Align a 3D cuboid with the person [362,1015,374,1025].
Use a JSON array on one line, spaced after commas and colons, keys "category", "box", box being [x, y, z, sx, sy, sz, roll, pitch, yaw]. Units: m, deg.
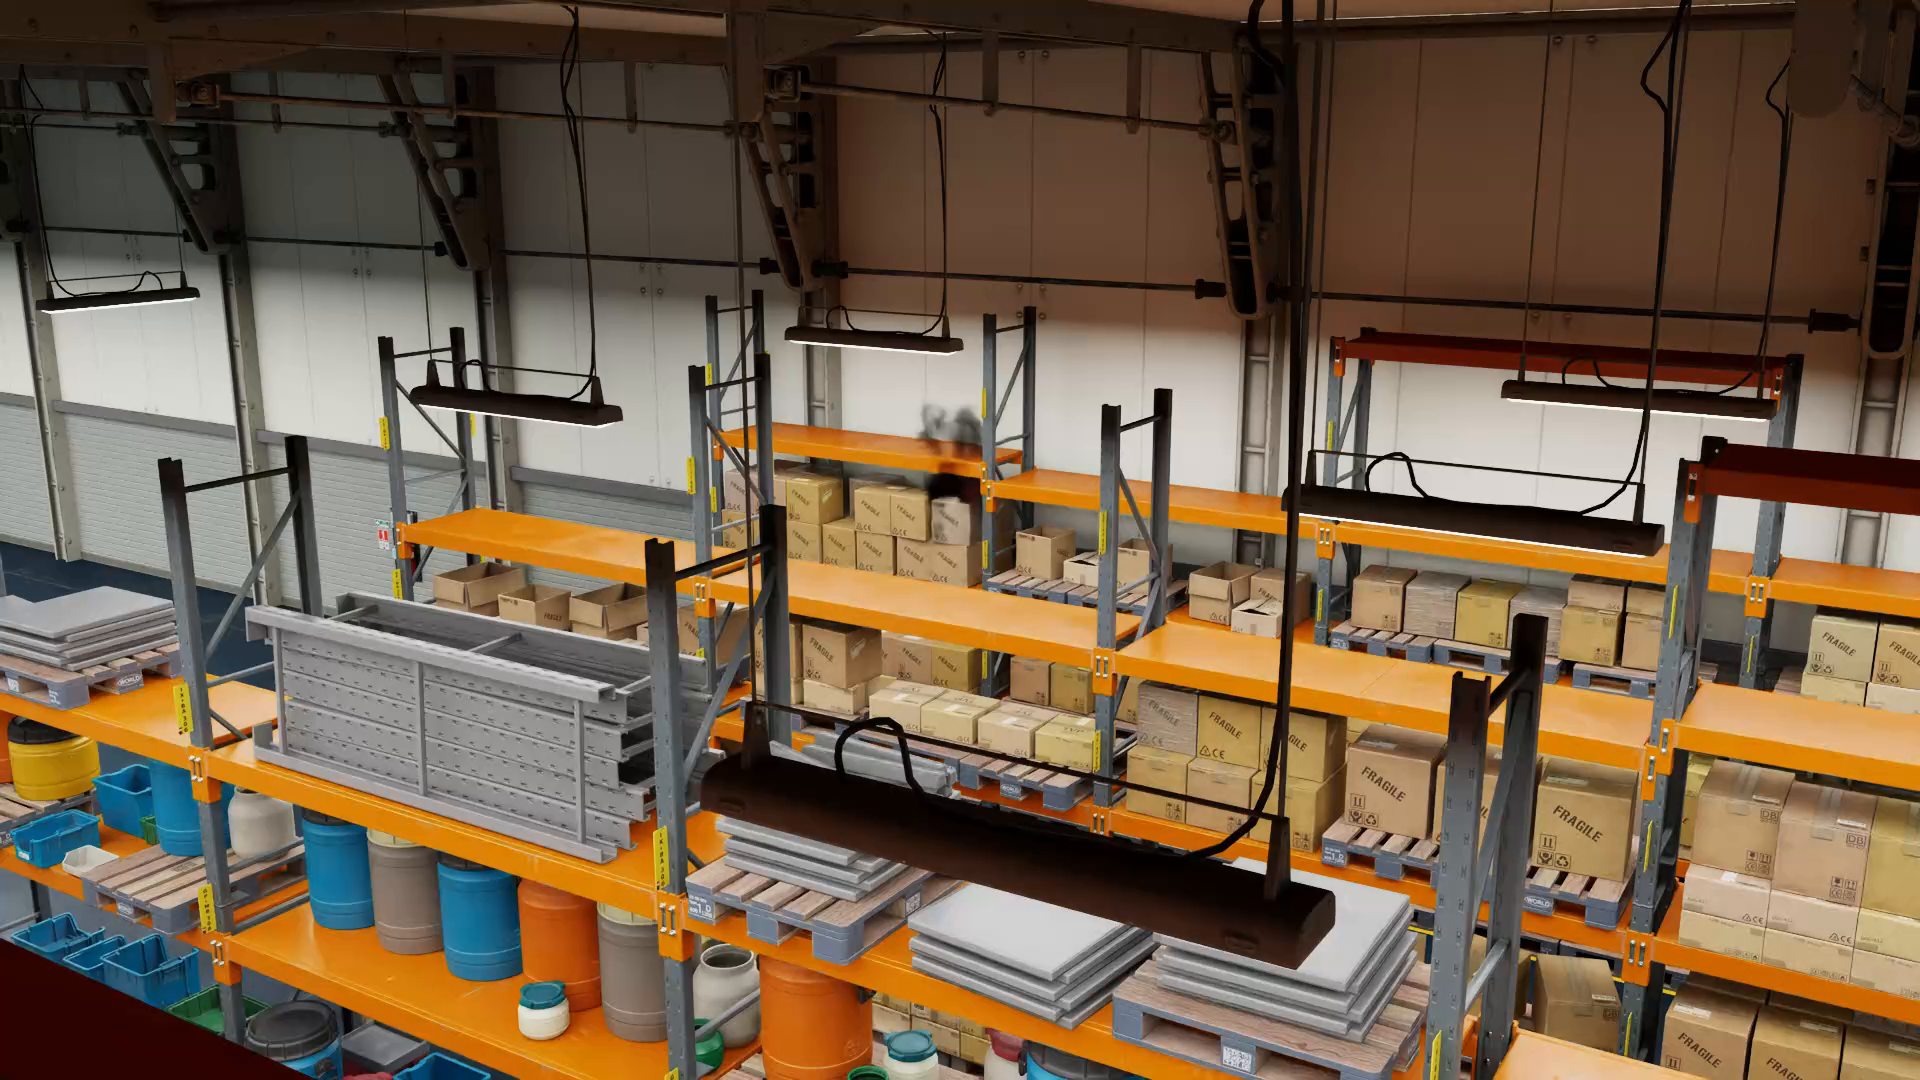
[{"category": "person", "box": [-5.075, 3.747, 14.358, 0.894, 1.839, 0.674, 6, 15, 22]}]
